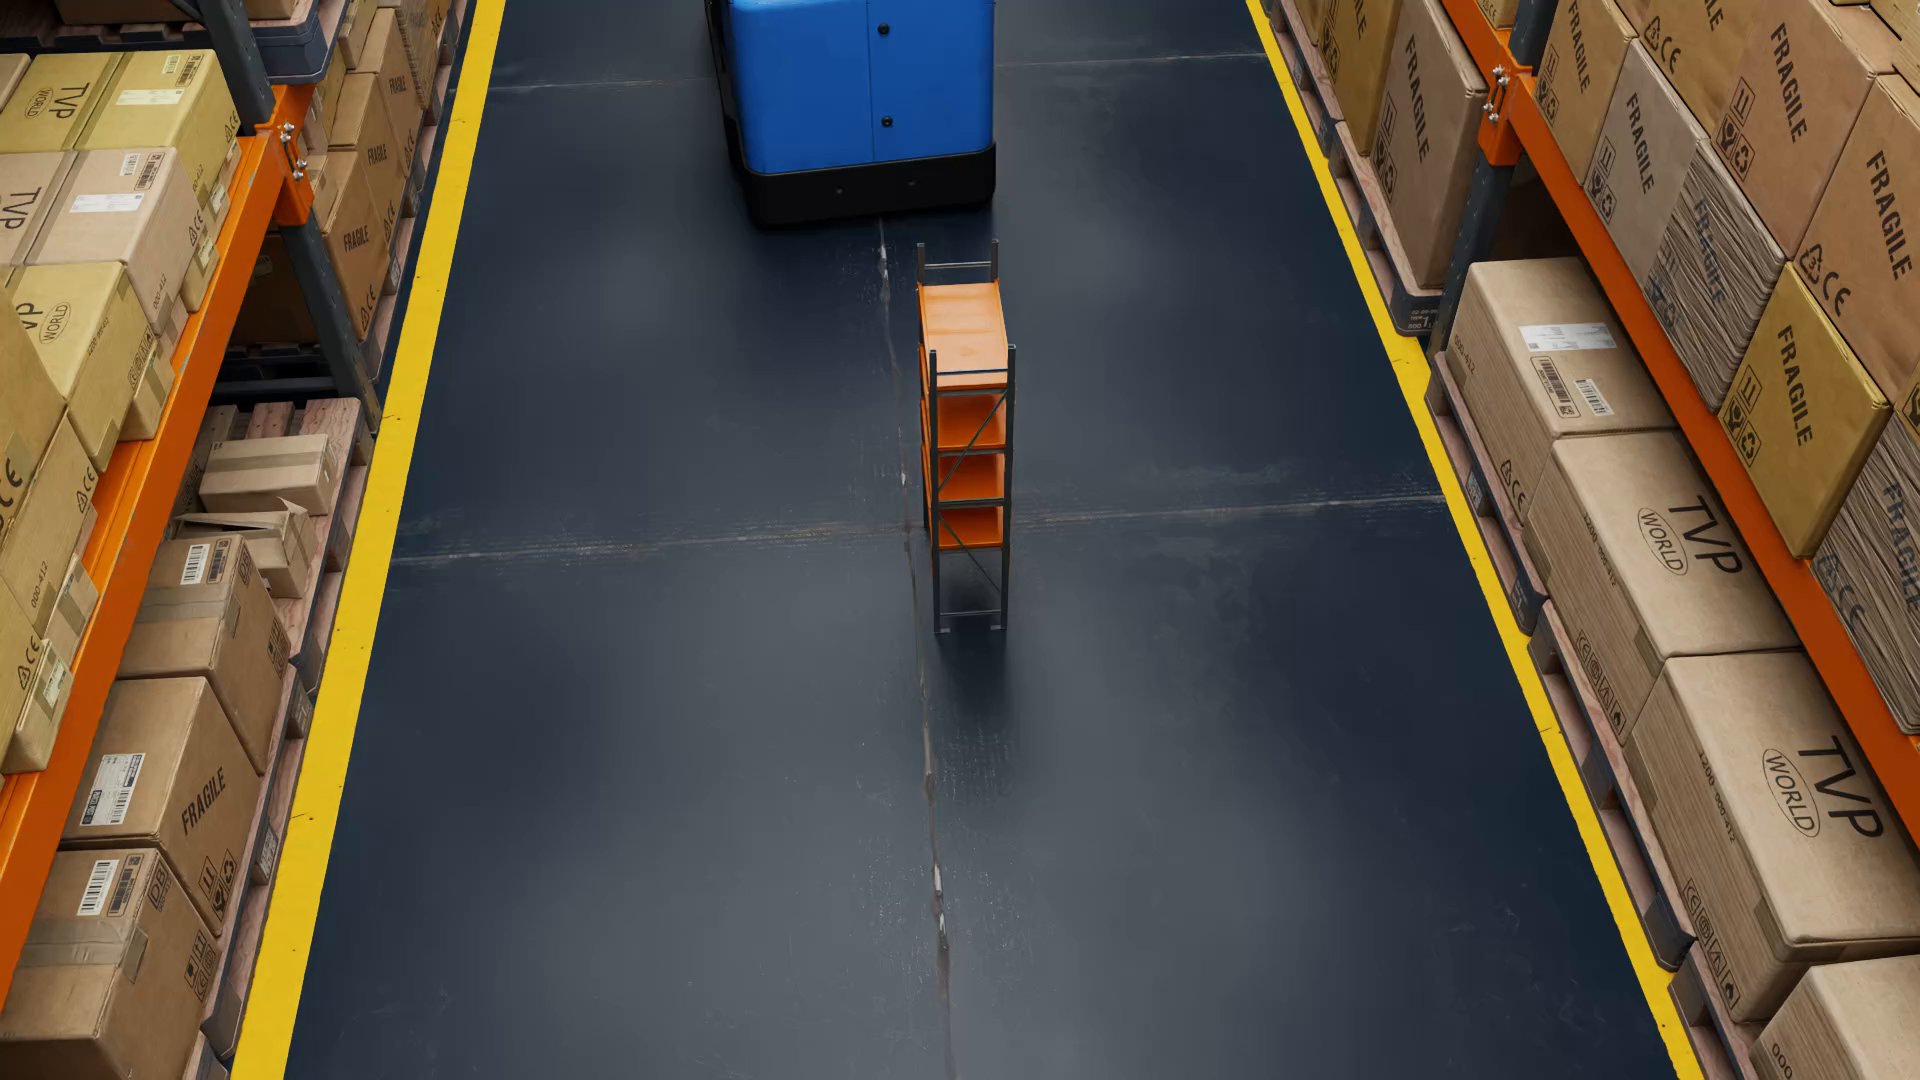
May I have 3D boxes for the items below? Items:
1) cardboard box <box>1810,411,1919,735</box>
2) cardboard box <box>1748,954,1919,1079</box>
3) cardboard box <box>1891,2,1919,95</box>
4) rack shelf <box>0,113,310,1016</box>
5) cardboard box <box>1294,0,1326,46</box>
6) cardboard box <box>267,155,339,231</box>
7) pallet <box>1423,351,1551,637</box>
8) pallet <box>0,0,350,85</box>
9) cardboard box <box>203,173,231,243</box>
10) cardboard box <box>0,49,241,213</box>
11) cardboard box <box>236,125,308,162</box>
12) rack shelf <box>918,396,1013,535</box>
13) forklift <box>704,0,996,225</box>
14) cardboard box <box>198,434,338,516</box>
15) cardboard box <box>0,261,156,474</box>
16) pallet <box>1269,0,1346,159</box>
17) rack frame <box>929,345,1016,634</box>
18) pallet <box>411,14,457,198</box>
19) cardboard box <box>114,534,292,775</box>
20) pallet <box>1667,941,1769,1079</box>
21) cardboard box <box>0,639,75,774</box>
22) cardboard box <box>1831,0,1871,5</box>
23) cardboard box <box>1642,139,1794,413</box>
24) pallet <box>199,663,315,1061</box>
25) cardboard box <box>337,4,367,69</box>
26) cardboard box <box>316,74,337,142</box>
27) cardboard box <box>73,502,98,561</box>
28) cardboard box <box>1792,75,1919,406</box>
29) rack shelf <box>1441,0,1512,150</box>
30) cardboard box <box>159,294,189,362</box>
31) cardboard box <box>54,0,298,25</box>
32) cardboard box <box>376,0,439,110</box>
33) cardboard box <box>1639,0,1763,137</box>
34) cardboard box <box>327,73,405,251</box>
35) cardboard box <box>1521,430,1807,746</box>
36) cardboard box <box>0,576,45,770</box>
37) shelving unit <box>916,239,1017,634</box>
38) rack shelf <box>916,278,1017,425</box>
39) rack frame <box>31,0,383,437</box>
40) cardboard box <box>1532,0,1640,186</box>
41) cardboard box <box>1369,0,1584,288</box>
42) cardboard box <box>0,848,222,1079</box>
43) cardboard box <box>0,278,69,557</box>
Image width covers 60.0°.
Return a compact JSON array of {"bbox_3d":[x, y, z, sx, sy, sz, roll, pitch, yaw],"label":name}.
[{"bbox_3d":[2.252,0.059,3.559,0.500,0.500,0.500,-2,47,-2],"label":"cardboard box"},{"bbox_3d":[2.481,1.427,3.808,0.875,0.438,0.875,-5,47,-5],"label":"cardboard box"},{"bbox_3d":[2.178,-0.986,3.414,0.380,0.149,0.250,-3,47,-3],"label":"cardboard box"},{"bbox_3d":[-2.477,0.266,3.927,1.077,0.370,4.000,-3,47,-3],"label":"rack shelf"},{"bbox_3d":[2.012,-2.890,7.595,0.875,0.875,0.875,-3,47,-3],"label":"cardboard box"},{"bbox_3d":[-2.409,-1.212,5.817,0.380,0.149,0.250,-1,47,-1],"label":"cardboard box"},{"bbox_3d":[2.287,-0.219,5.812,1.003,0.211,1.213,-3,47,-3],"label":"pallet"},{"bbox_3d":[-2.603,-1.947,5.660,1.003,0.211,1.213,-3,47,-3],"label":"pallet"},{"bbox_3d":[-2.323,-0.939,4.747,0.380,0.149,0.250,-2,47,-2],"label":"cardboard box"},{"bbox_3d":[-2.359,-1.125,4.648,0.500,0.250,0.500,-2,47,-2],"label":"cardboard box"},{"bbox_3d":[-2.470,-1.310,5.706,0.380,0.149,0.250,-4,47,-4],"label":"cardboard box"},{"bbox_3d":[0.014,-0.247,5.250,0.258,0.148,0.480,-3,47,-3],"label":"rack shelf"},{"bbox_3d":[-0.632,-3.402,6.954,1.130,2.935,3.031,-8,47,-7],"label":"forklift"},{"bbox_3d":[-2.305,-0.207,5.554,0.380,0.149,0.250,-5,47,-4],"label":"cardboard box"},{"bbox_3d":[-2.273,-0.402,3.963,0.500,0.250,0.500,-4,47,-4],"label":"cardboard box"},{"bbox_3d":[2.057,-2.212,7.699,1.003,0.211,1.213,-3,47,-3],"label":"pallet"},{"bbox_3d":[0.034,-0.116,5.034,0.240,1.200,0.015,-3,47,-3],"label":"rack frame"},{"bbox_3d":[-2.855,-1.940,7.442,1.003,0.211,1.213,-3,47,-3],"label":"pallet"},{"bbox_3d":[-2.386,0.361,4.775,0.700,0.500,0.500,-5,47,-5],"label":"cardboard box"},{"bbox_3d":[2.491,1.547,4.140,1.003,0.211,1.213,-3,47,-3],"label":"pallet"},{"bbox_3d":[-2.122,0.363,3.513,0.380,0.149,0.250,-5,47,-4],"label":"cardboard box"},{"bbox_3d":[2.123,-1.345,3.754,0.380,0.149,0.250,-5,47,-4],"label":"cardboard box"},{"bbox_3d":[2.153,-0.687,4.266,0.500,0.500,0.500,-3,47,-3],"label":"cardboard box"},{"bbox_3d":[-2.483,0.913,4.740,1.003,0.211,1.213,-3,47,-3],"label":"pallet"},{"bbox_3d":[-2.563,-1.973,6.538,0.380,0.149,0.250,-4,47,-3],"label":"cardboard box"},{"bbox_3d":[-2.542,-1.592,6.178,0.380,0.149,0.250,-6,47,-5],"label":"cardboard box"},{"bbox_3d":[-2.255,-0.009,3.865,0.380,0.149,0.250,-4,47,-3],"label":"cardboard box"},{"bbox_3d":[2.207,-0.649,3.541,0.500,0.500,0.500,-4,47,-4],"label":"cardboard box"},{"bbox_3d":[2.134,-2.932,6.956,1.077,0.370,4.000,-3,47,-3],"label":"rack shelf"},{"bbox_3d":[-2.282,-0.561,4.389,0.380,0.149,0.250,-2,47,-2],"label":"cardboard box"},{"bbox_3d":[-2.462,-1.970,5.192,0.700,0.500,0.500,-2,47,-2],"label":"cardboard box"},{"bbox_3d":[-2.590,-2.198,7.198,0.500,0.500,0.500,-5,47,-5],"label":"cardboard box"},{"bbox_3d":[2.136,-1.386,4.239,0.500,0.500,0.500,-4,47,-4],"label":"cardboard box"},{"bbox_3d":[-2.515,-1.461,6.500,0.500,0.500,0.500,-4,47,-4],"label":"cardboard box"},{"bbox_3d":[2.323,0.113,5.053,0.875,0.438,0.875,-5,47,-4],"label":"cardboard box"},{"bbox_3d":[-2.167,0.339,3.261,0.500,0.250,0.500,-4,47,-4],"label":"cardboard box"},{"bbox_3d":[0.014,-0.293,5.201,0.258,1.200,0.503,-3,47,-3],"label":"shelving unit"},{"bbox_3d":[0.014,-0.563,4.916,0.258,0.148,0.480,-3,47,-3],"label":"rack shelf"},{"bbox_3d":[-2.644,-1.428,5.036,1.000,3.000,0.127,-3,47,-3],"label":"rack frame"},{"bbox_3d":[2.080,-1.411,4.952,0.500,0.500,0.500,-2,47,-2],"label":"cardboard box"},{"bbox_3d":[2.170,-1.590,6.364,0.875,0.875,0.875,-2,47,-2],"label":"cardboard box"},{"bbox_3d":[-2.299,1.112,4.063,0.700,0.500,0.500,-2,47,-2],"label":"cardboard box"},{"bbox_3d":[-2.205,-0.272,3.324,0.500,0.500,0.500,-2,47,-2],"label":"cardboard box"}]
